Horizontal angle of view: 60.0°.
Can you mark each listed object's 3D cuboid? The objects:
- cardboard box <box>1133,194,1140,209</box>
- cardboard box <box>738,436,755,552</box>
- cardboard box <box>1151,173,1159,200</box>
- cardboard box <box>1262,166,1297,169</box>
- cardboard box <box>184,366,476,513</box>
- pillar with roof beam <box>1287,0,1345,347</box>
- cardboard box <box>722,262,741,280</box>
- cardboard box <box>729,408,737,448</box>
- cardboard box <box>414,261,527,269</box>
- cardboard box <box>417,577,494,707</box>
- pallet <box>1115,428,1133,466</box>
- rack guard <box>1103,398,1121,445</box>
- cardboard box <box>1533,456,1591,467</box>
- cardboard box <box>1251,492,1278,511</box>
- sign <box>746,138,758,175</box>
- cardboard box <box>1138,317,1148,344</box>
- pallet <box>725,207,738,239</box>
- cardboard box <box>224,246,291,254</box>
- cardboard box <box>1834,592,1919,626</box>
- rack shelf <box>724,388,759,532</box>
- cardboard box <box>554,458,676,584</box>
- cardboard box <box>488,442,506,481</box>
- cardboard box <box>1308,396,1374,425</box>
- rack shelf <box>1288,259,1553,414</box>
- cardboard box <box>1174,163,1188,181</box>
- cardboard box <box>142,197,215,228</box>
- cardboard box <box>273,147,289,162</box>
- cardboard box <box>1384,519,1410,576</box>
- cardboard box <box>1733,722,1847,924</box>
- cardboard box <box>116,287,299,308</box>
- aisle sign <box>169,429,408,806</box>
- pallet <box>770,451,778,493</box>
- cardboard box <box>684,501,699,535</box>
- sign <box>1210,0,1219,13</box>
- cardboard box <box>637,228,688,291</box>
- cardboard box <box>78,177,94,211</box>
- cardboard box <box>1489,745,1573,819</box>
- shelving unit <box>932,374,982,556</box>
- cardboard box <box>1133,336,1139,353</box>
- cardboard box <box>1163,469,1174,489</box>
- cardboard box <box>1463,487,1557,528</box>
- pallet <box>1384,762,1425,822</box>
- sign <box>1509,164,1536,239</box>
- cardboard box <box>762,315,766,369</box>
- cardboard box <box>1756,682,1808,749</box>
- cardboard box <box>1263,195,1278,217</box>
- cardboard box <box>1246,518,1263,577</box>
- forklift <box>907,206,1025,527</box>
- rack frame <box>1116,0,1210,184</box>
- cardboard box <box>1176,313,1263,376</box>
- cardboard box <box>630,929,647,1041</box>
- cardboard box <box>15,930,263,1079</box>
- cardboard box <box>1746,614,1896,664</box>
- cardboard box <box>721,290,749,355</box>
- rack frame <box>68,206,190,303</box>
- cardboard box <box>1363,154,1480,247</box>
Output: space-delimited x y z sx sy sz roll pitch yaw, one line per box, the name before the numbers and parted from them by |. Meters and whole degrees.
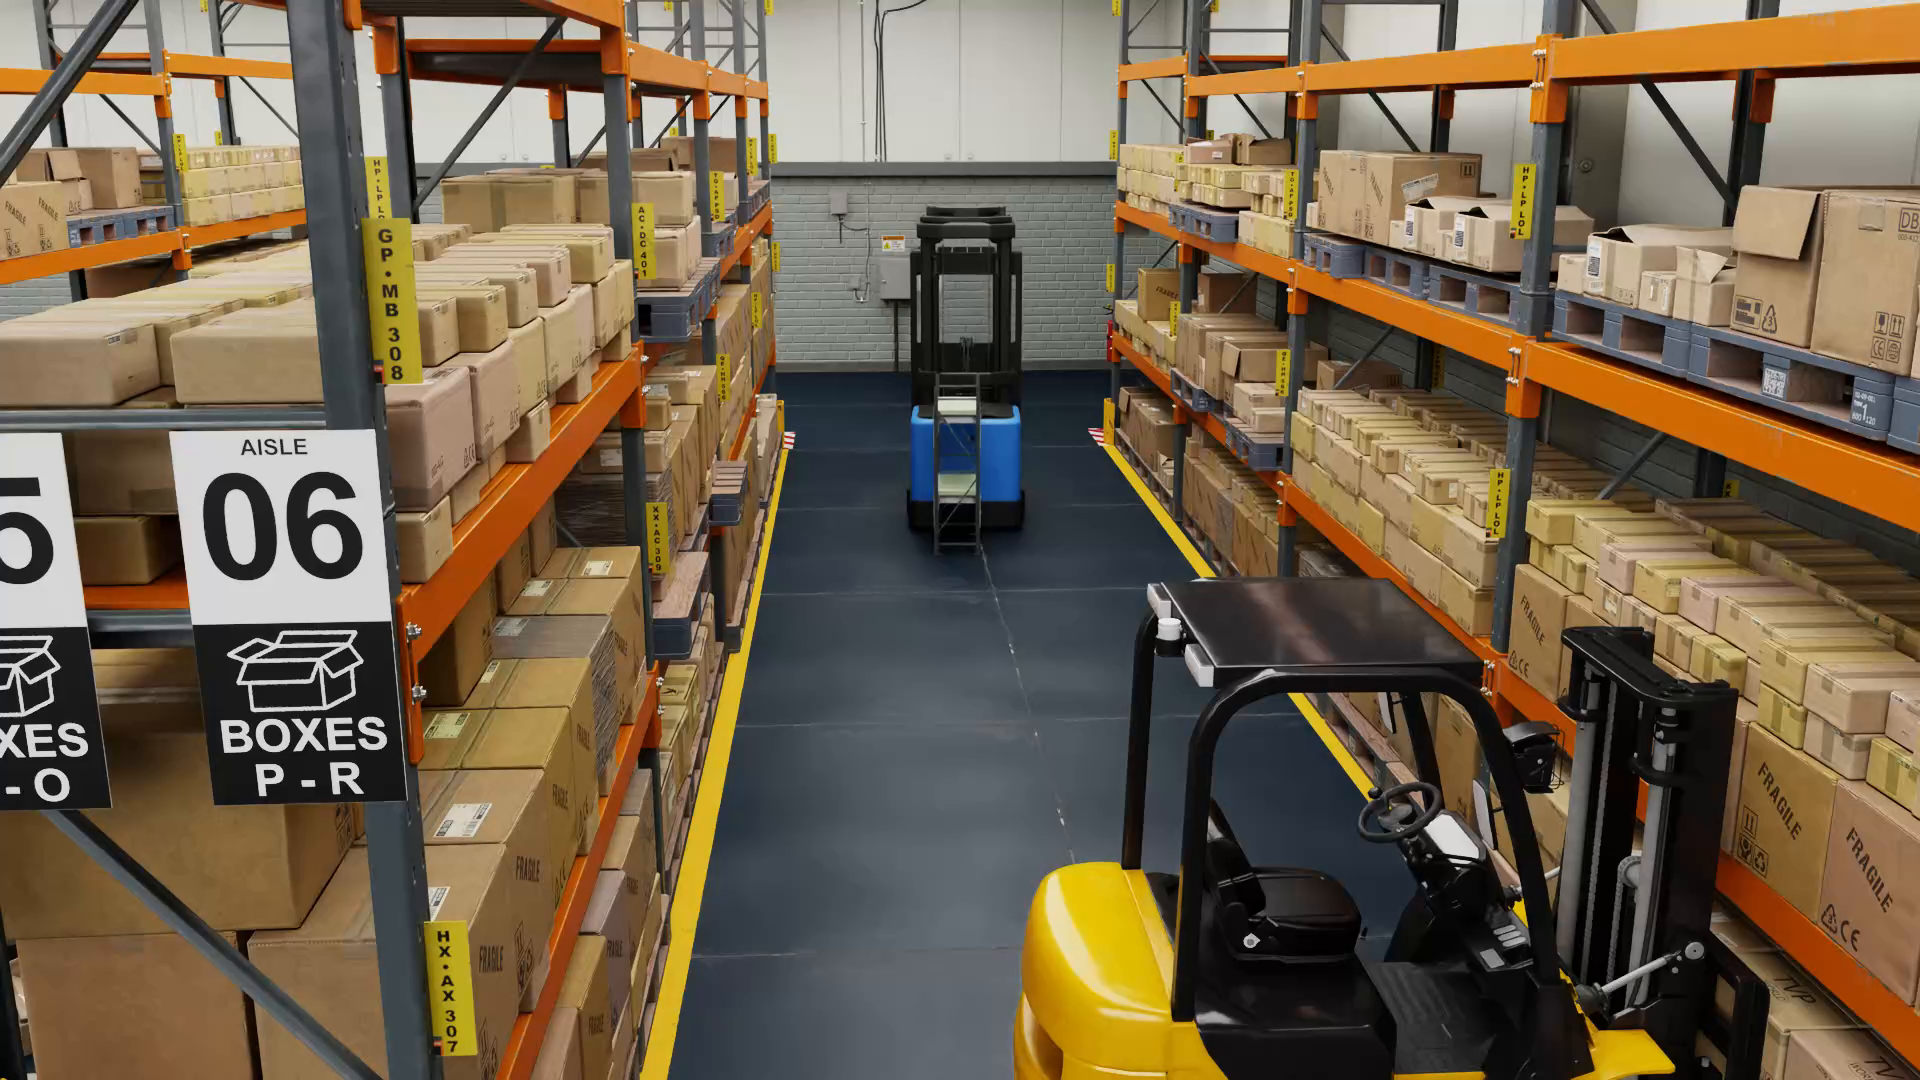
cardboard box | 2.063 -3.632 17.832 0.380 0.149 0.250 -1 14 -4
cardboard box | -2.226 -0.366 14.075 0.875 0.875 0.875 0 14 -2
cardboard box | 2.203 -3.544 16.688 0.500 0.250 0.500 -1 14 -2
cardboard box | 2.741 -3.045 13.907 0.380 0.149 0.250 -1 14 -5
cardboard box | -1.430 -0.238 3.840 0.500 0.250 0.500 -1 14 -4
pillar with roof beam | -0.894 -4.673 15.352 9.100 9.000 0.400 -1 14 -3
cardboard box | -2.168 -2.499 15.432 0.380 0.149 0.250 -1 14 -4
cardboard box | -2.015 -0.885 12.973 0.500 0.250 0.500 0 14 -2
cardboard box | -1.546 -0.773 5.117 0.380 0.149 0.250 -1 14 -2
cardboard box | -1.964 0.237 5.504 0.700 0.500 0.500 -1 14 -4
pallet | 2.353 -1.074 19.001 1.003 0.211 1.213 -1 14 -3
rack guard | 2.303 -1.412 19.735 1.175 0.500 0.348 -1 14 -3
cardboard box | 3.229 -0.366 9.149 0.380 0.149 0.250 -1 14 -3
cardboard box | 2.519 -0.278 13.182 0.380 0.149 0.250 0 14 -2
sign | -1.867 -3.436 14.894 0.100 0.325 0.005 -1 14 -3
cardboard box | 2.177 -2.218 17.554 0.500 0.250 0.500 -1 14 -5
pallet | -2.302 -2.702 14.096 0.805 0.209 1.217 -1 15 -6
cardboard box | -7.241 -2.774 17.208 0.500 0.500 0.500 0 14 -1
cardboard box | 3.395 0.293 5.991 0.380 0.149 0.250 0 14 -2
rack shelf | -2.284 -0.724 13.486 1.077 0.370 4.000 -1 14 -3
cardboard box | -1.655 -0.097 7.965 0.500 0.500 0.500 -1 14 -2
cardboard box | -1.509 -0.261 4.729 0.380 0.149 0.250 -1 14 -5
cardboard box | 2.537 -0.864 11.088 0.380 0.149 0.250 -1 14 -2
rack shelf | 2.918 -1.259 9.547 1.077 0.370 4.000 -1 14 -3
cardboard box | 2.127 -3.293 14.872 0.380 0.149 0.250 0 14 -2
cardboard box | -7.107 -2.967 15.043 0.500 0.250 0.500 0 14 -1
cardboard box | -7.217 -4.009 17.289 0.380 0.149 0.250 -1 14 -3
cardboard box | 2.713 0.045 9.356 0.500 0.250 0.500 -1 14 -3
cardboard box | 2.942 0.914 5.477 0.500 0.500 0.500 -1 14 -4
cardboard box | -1.956 -0.573 4.343 0.380 0.149 0.250 -1 14 -3
aisle sign | -1.351 0.167 3.365 0.394 0.787 0.004 -1 14 -3
pallet | -2.456 -0.713 17.599 1.003 0.211 1.213 -1 14 -3
cardboard box | -1.684 -0.128 9.390 0.380 0.149 0.250 0 14 -1
sign | 2.853 -6.080 18.627 0.100 0.325 0.005 -1 14 -3
cardboard box | -1.548 -1.315 7.778 0.500 0.250 0.500 -1 14 -5
cardboard box | -7.497 -2.859 13.657 0.500 0.311 0.500 -1 14 -4
cardboard box | 2.759 1.112 7.578 0.500 0.250 0.500 -1 14 -4
shelving unit | -0.024 -0.682 14.889 0.431 1.500 0.755 0 14 0
cardboard box | 2.075 -2.113 17.946 0.380 0.149 0.250 -1 14 -5
cardboard box | 2.218 -0.604 16.455 0.380 0.149 0.250 -1 14 -5
cardboard box | 2.765 -0.165 8.370 0.380 0.149 0.250 -1 14 -4
pallet | 2.957 1.510 8.955 1.003 0.211 1.213 -1 14 -3
sign | 2.501 -1.502 7.379 0.100 0.325 0.005 -1 14 -3
cardboard box | -2.227 -1.987 16.754 0.500 0.500 0.500 -1 14 -3
cardboard box | 2.885 0.574 5.495 0.380 0.149 0.250 -1 14 -3
cardboard box | 2.485 -2.501 12.433 0.380 0.149 0.250 -1 14 -3
cardboard box | 2.533 0.129 12.904 0.500 0.500 0.500 -1 14 -4
forklift | 0.061 -1.851 16.562 1.130 2.935 3.031 0 14 0
rack frame | 2.298 -5.547 18.750 1.000 3.000 0.127 -1 14 -3
cardboard box | 2.353 -1.775 15.085 0.700 0.500 0.500 -1 14 -2
cardboard box | -1.564 1.824 6.818 0.500 0.250 0.500 -1 14 -5
cardboard box | -1.973 1.092 4.189 0.500 0.500 0.500 -1 14 -4
cardboard box | 2.956 0.364 5.717 0.380 0.149 0.250 -1 14 -3
cardboard box | -2.090 -1.866 14.276 0.500 0.500 0.500 -1 14 -2
rack frame | -7.342 -1.468 14.935 1.000 3.000 0.127 -1 14 -3
cardboard box | 2.659 -1.968 9.615 0.500 0.500 0.500 -1 14 -2
